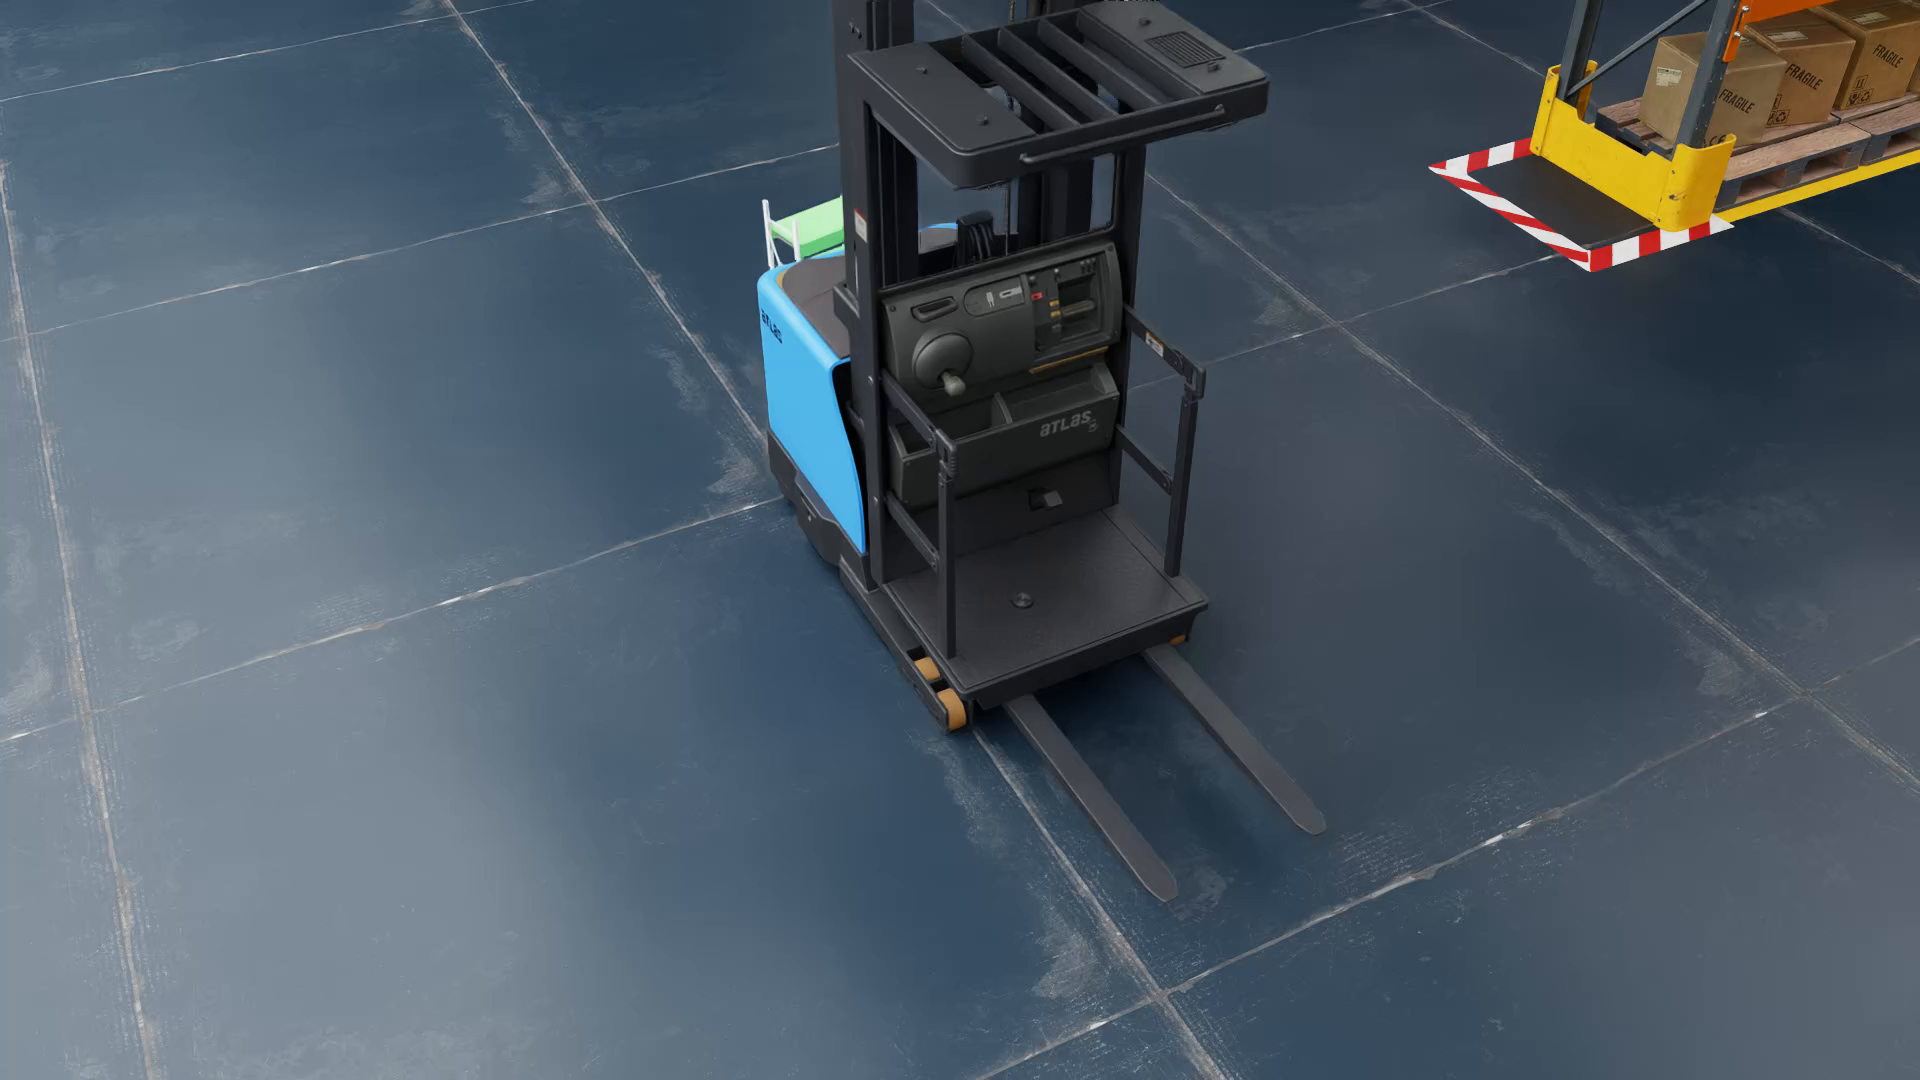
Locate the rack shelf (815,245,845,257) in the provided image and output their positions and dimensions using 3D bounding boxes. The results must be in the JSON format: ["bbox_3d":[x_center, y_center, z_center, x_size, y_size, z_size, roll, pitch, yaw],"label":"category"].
[{"bbox_3d":[-0.567,-1.166,7.422,0.480,0.148,0.258,-28,46,-29],"label":"rack shelf"}]

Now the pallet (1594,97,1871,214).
[{"bbox_3d":[4.574,-2.392,9.913,1.213,0.211,1.003,-19,44,-21],"label":"pallet"}]

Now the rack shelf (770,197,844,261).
[{"bbox_3d":[-0.570,-1.352,7.270,0.480,0.148,0.258,-28,46,-29],"label":"rack shelf"}]

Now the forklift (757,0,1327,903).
[{"bbox_3d":[0.269,-0.718,5.830,1.130,2.935,3.031,-19,44,-21],"label":"forklift"}]

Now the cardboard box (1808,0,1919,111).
[{"bbox_3d":[5.409,-2.969,10.045,0.500,0.500,0.500,-15,42,-17],"label":"cardboard box"}]

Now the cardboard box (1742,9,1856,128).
[{"bbox_3d":[4.845,-2.793,9.837,0.500,0.500,0.500,-8,41,-9],"label":"cardboard box"}]

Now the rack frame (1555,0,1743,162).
[{"bbox_3d":[3.769,-3.212,8.722,0.127,3.000,1.000,-19,44,-21],"label":"rack frame"}]

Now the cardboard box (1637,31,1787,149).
[{"bbox_3d":[4.331,-2.594,9.603,0.500,0.500,0.500,-11,41,-13],"label":"cardboard box"}]

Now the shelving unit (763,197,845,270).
[{"bbox_3d":[-0.564,-1.030,7.533,0.503,1.200,0.258,-28,46,-29],"label":"shelving unit"}]

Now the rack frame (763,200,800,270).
[{"bbox_3d":[-0.753,-0.930,7.415,0.015,1.200,0.240,-28,46,-29],"label":"rack frame"}]

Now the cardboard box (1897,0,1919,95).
[{"bbox_3d":[5.925,-3.109,10.211,0.500,0.500,0.500,-22,45,-24],"label":"cardboard box"}]

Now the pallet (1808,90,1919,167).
[{"bbox_3d":[5.654,-2.754,10.340,1.213,0.211,1.003,-19,44,-21],"label":"pallet"}]

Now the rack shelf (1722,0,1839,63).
[{"bbox_3d":[5.543,-3.534,9.660,4.000,0.370,1.077,-19,44,-21],"label":"rack shelf"}]

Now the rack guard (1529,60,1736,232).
[{"bbox_3d":[3.837,-2.280,9.557,0.348,0.500,1.175,-19,44,-21],"label":"rack guard"}]
